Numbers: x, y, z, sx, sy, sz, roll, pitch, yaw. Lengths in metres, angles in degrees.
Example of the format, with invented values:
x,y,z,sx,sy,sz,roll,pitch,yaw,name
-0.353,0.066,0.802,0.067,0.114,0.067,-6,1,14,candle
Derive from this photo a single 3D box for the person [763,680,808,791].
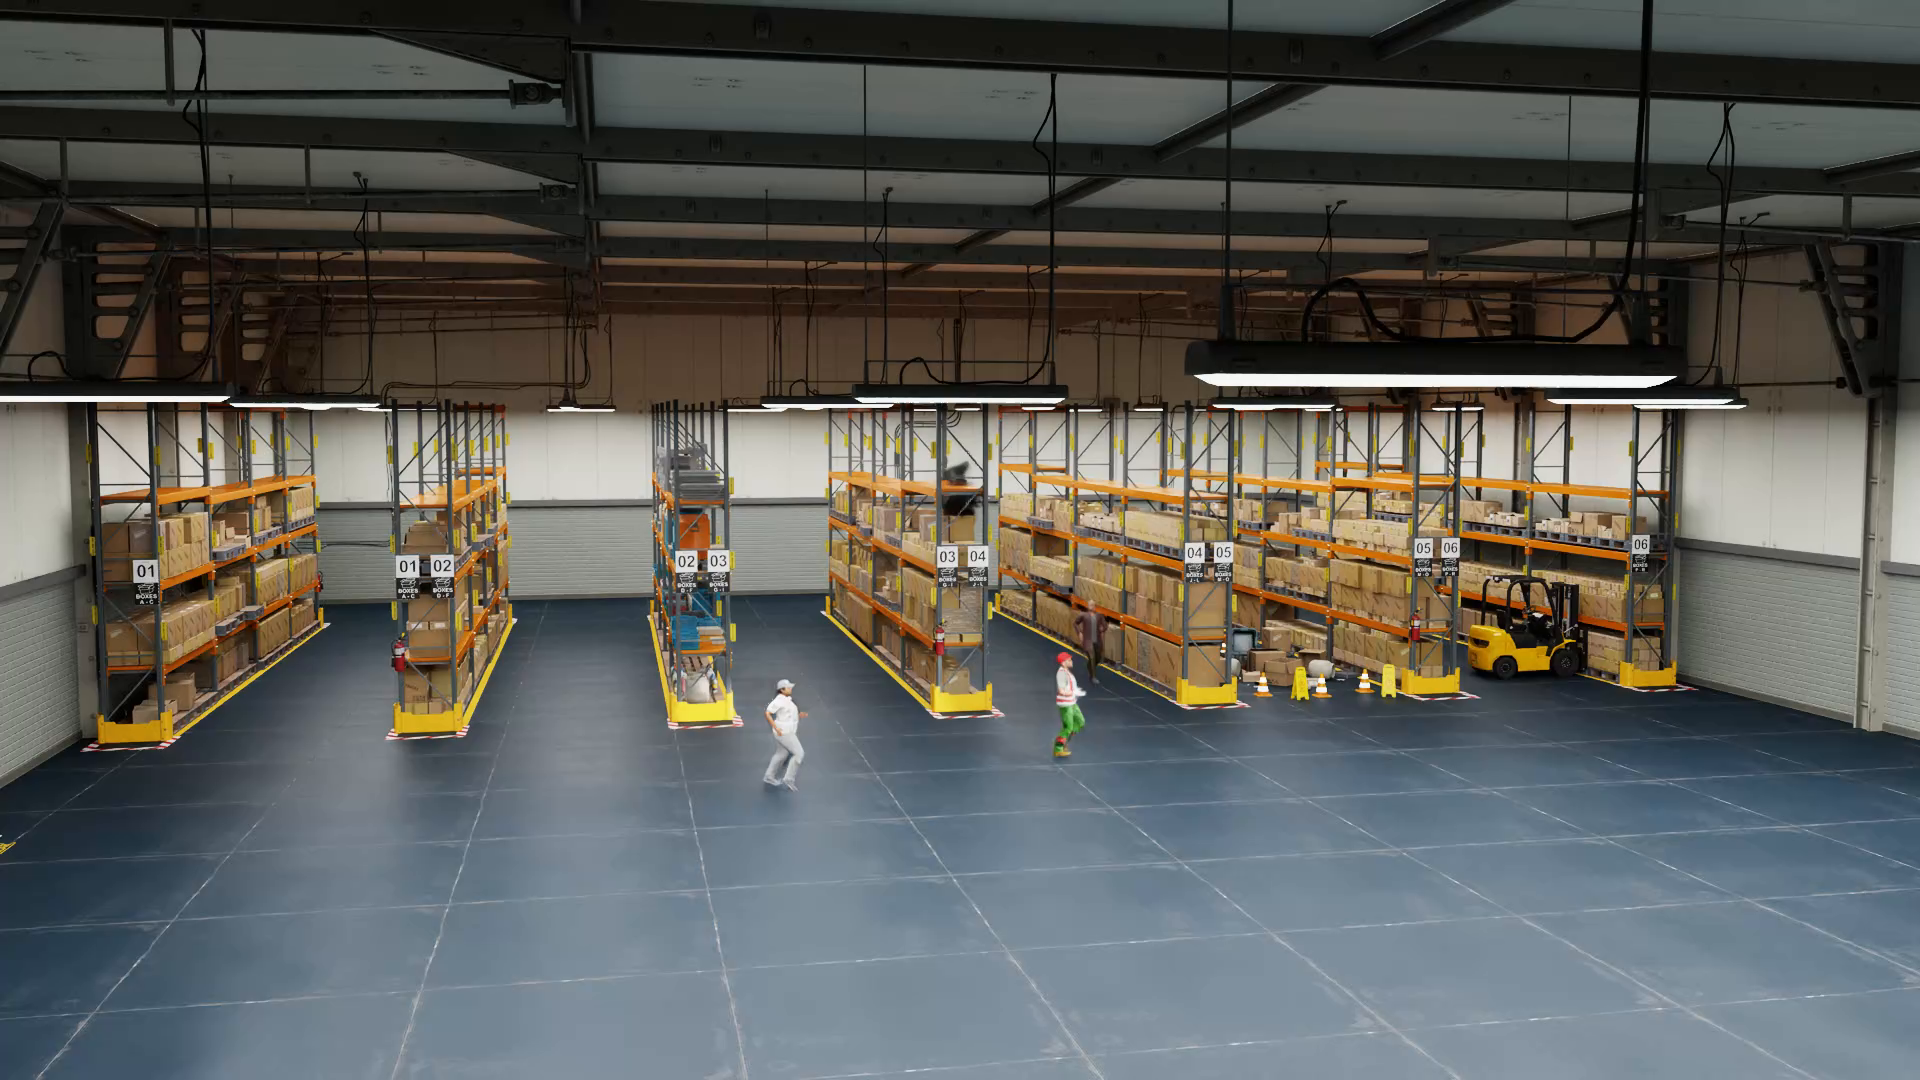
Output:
x,y,z,sx,sy,sz,roll,pitch,yaw,name
-2.672,2.988,25.407,0.718,1.715,0.574,0,4,1,person

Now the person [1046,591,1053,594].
x,y,z,sx,sy,sz,roll,pitch,yaw,name
2.740,1.116,50.297,0.538,1.637,0.565,-1,4,-9,person

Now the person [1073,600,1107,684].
x,y,z,sx,sy,sz,roll,pitch,yaw,name
2.808,2.162,35.540,0.719,1.752,0.980,-1,4,-15,person

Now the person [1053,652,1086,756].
x,y,z,sx,sy,sz,roll,pitch,yaw,name
1.845,2.741,27.758,0.604,1.750,0.640,1,4,16,person
